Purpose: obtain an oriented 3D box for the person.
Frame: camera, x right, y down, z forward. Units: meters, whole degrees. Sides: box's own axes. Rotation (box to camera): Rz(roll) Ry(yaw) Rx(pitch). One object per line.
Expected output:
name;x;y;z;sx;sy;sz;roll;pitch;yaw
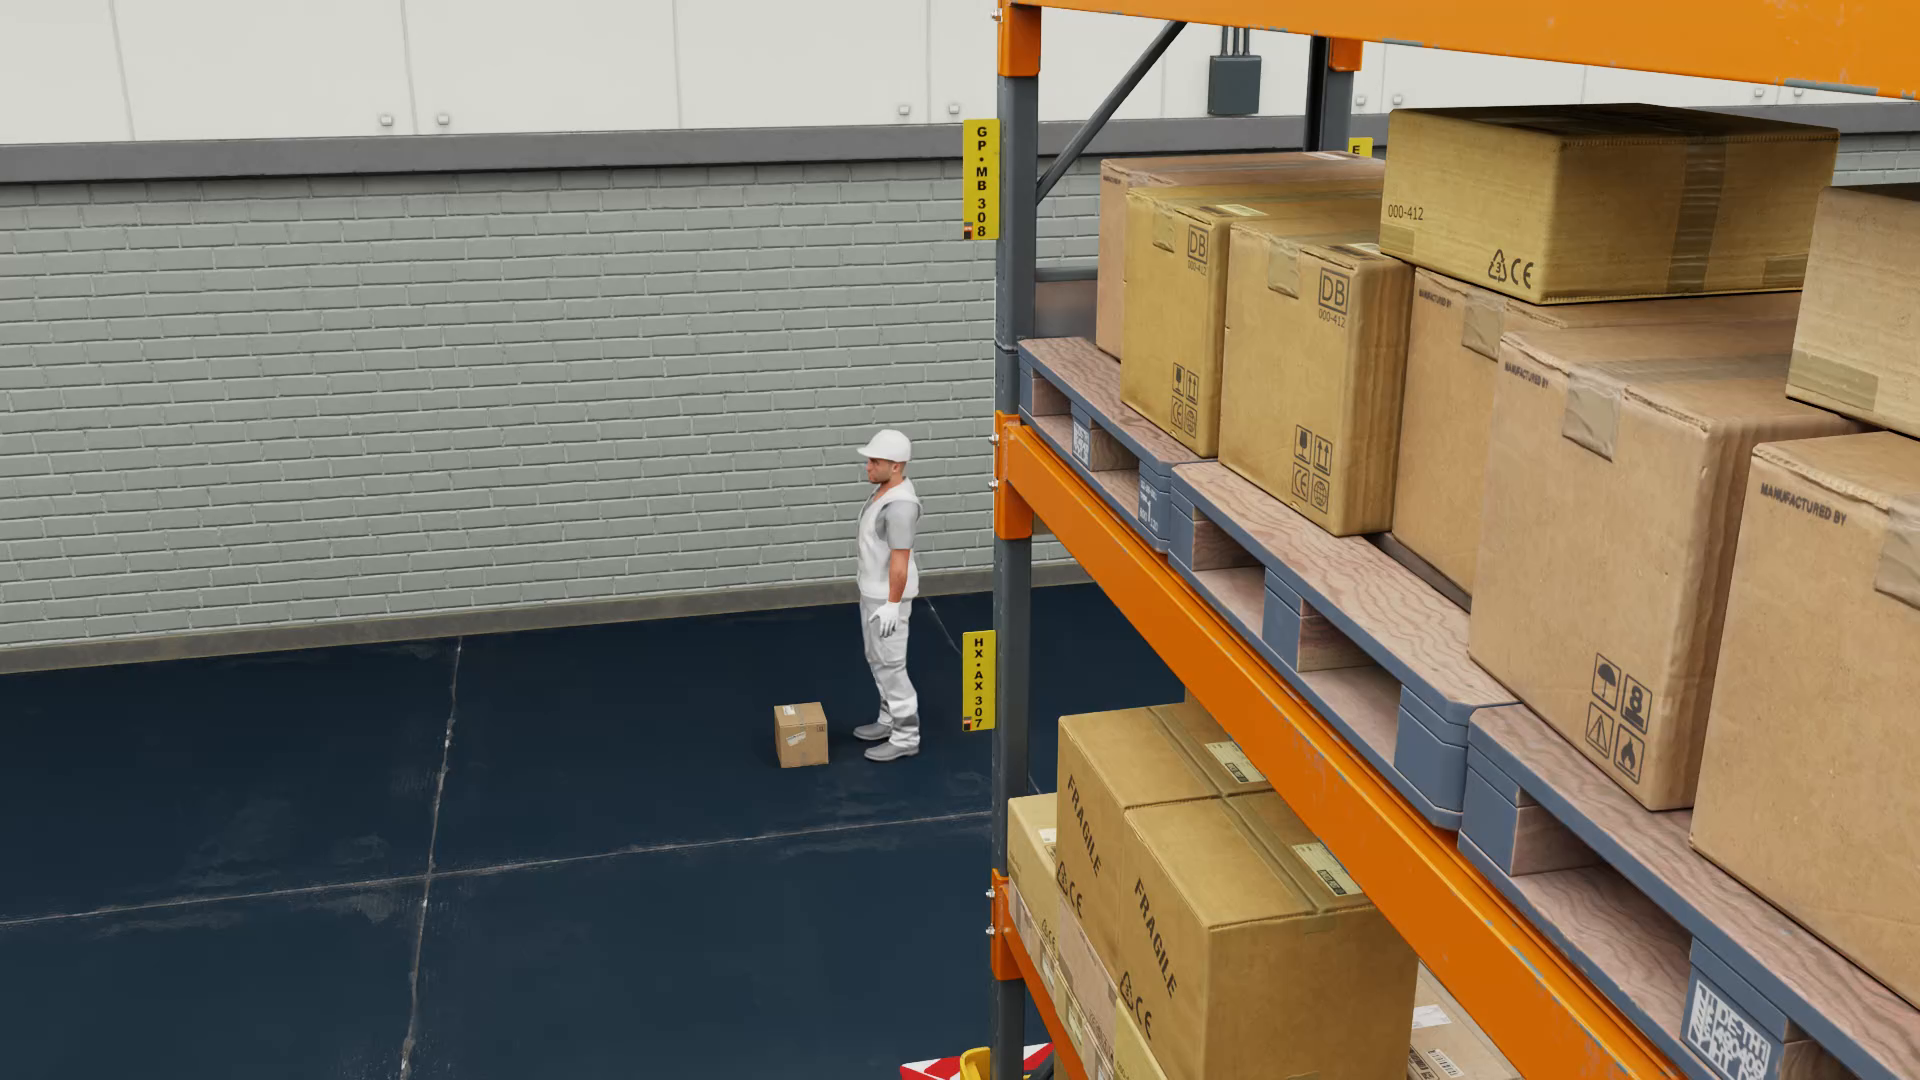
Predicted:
person;-0.386;0.285;8.727;0.348;1.786;0.524;-4;20;-11
